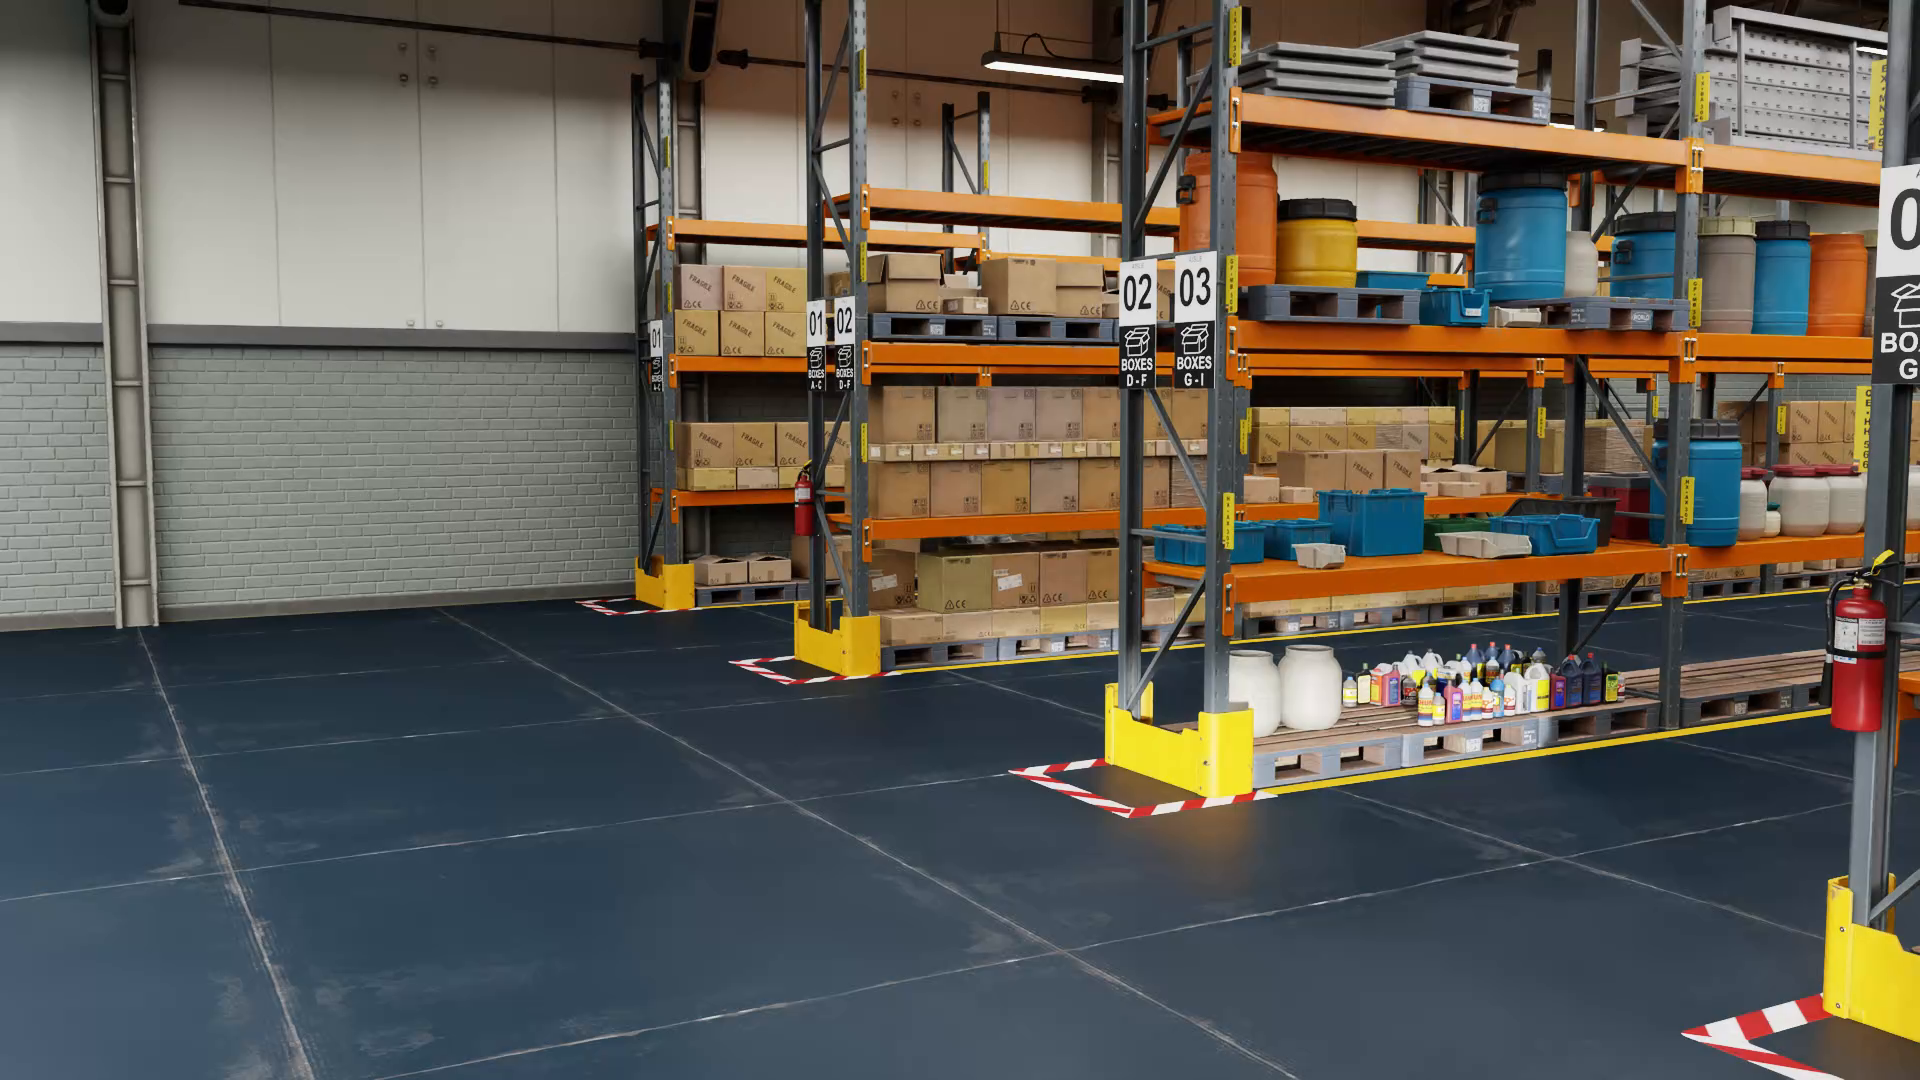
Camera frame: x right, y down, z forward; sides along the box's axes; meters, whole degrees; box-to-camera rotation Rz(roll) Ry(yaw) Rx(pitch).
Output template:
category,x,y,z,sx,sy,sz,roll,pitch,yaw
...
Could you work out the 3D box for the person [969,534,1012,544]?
category,x,y,z,sx,sy,sz,roll,pitch,yaw
person,0.366,-0.111,18.623,0.588,1.837,0.408,-3,6,-28
